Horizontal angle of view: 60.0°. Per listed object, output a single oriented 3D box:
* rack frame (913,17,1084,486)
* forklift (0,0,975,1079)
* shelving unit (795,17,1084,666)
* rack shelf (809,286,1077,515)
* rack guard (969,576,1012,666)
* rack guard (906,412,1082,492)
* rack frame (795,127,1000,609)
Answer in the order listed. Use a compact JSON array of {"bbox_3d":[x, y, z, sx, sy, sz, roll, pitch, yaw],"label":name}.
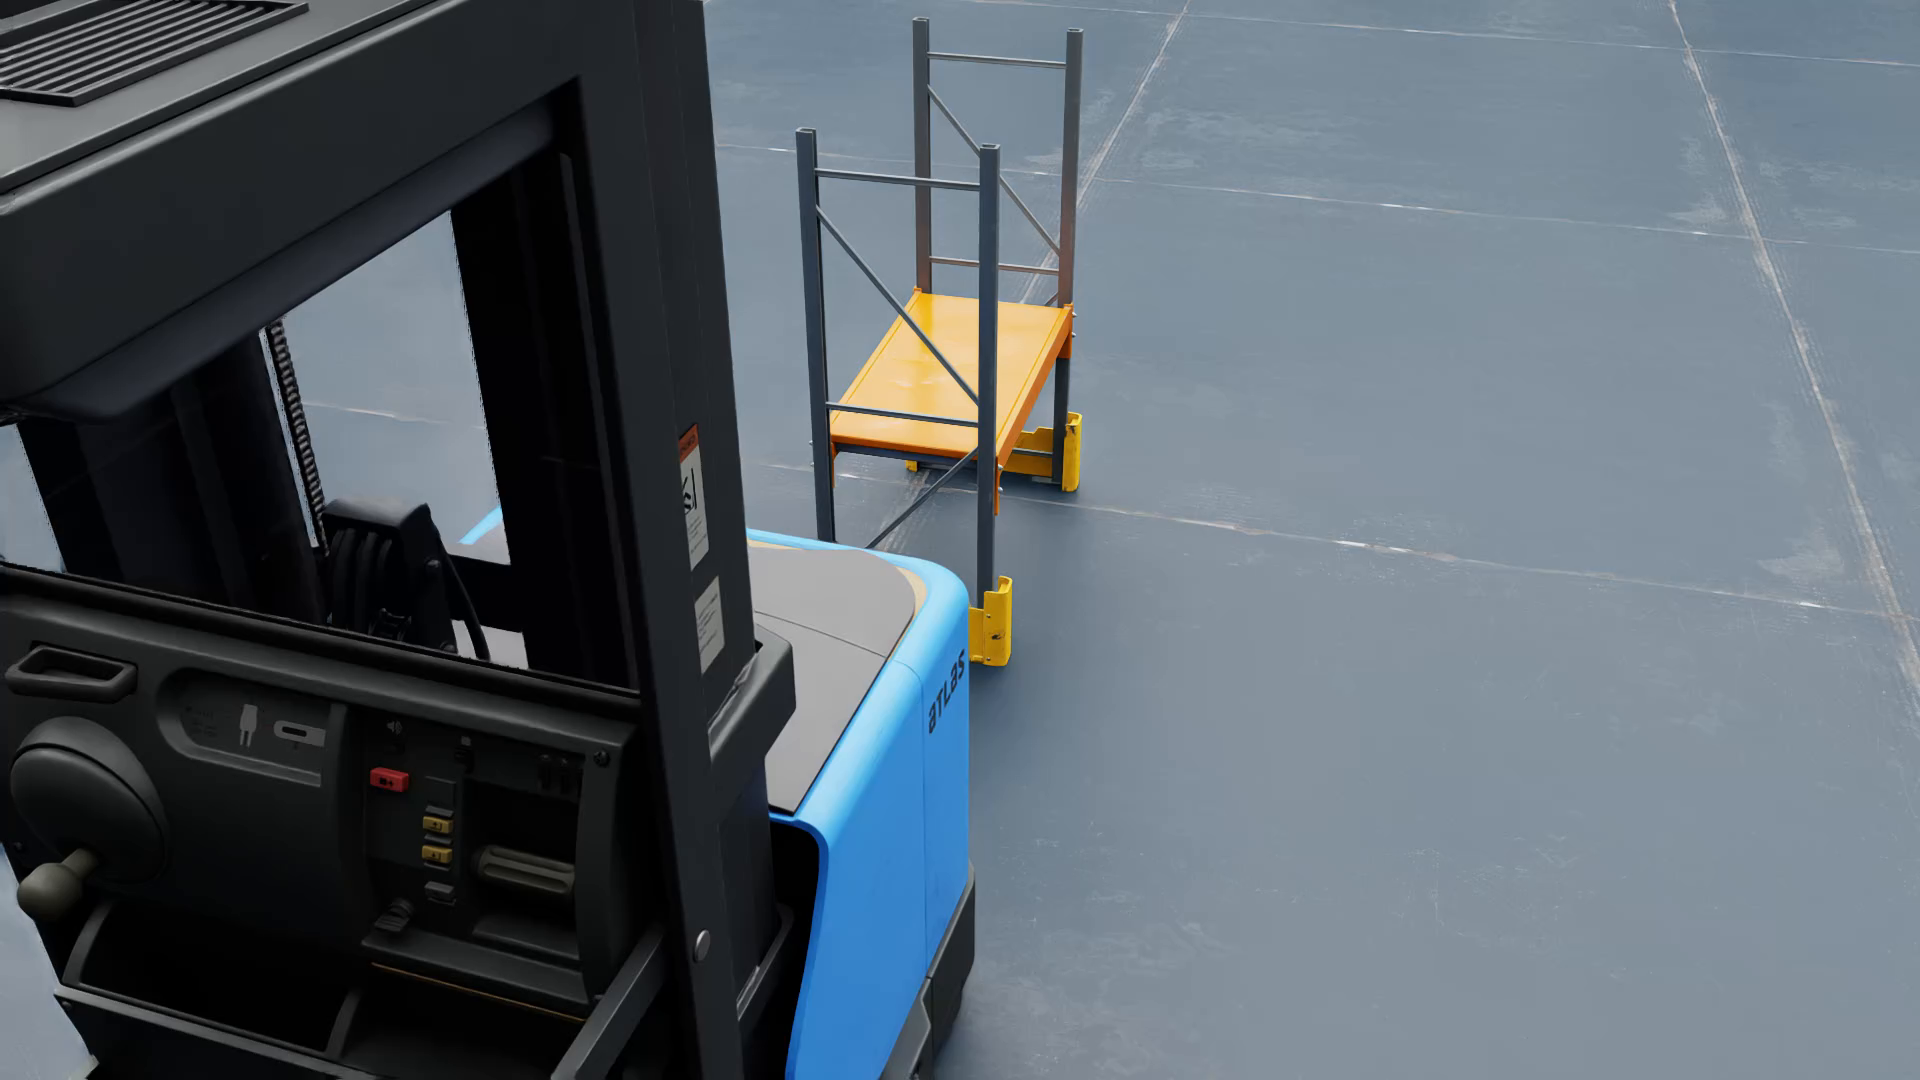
[{"bbox_3d":[0.107,-0.852,5.193,0.500,1.500,0.032,8,33,12],"label":"rack frame"},{"bbox_3d":[-0.904,0.390,1.905,1.130,2.935,3.031,10,34,15],"label":"forklift"},{"bbox_3d":[-0.019,-0.593,4.785,0.587,1.500,1.083,8,33,12],"label":"shelving unit"},{"bbox_3d":[-0.022,-0.437,4.874,0.538,0.185,1.000,8,33,12],"label":"rack shelf"},{"bbox_3d":[-0.146,0.192,4.714,0.587,0.250,0.087,8,33,12],"label":"rack guard"},{"bbox_3d":[0.107,-0.324,5.527,0.587,0.250,0.087,8,33,12],"label":"rack guard"},{"bbox_3d":[-0.151,-0.325,4.363,0.500,1.500,0.032,8,33,12],"label":"rack frame"}]
